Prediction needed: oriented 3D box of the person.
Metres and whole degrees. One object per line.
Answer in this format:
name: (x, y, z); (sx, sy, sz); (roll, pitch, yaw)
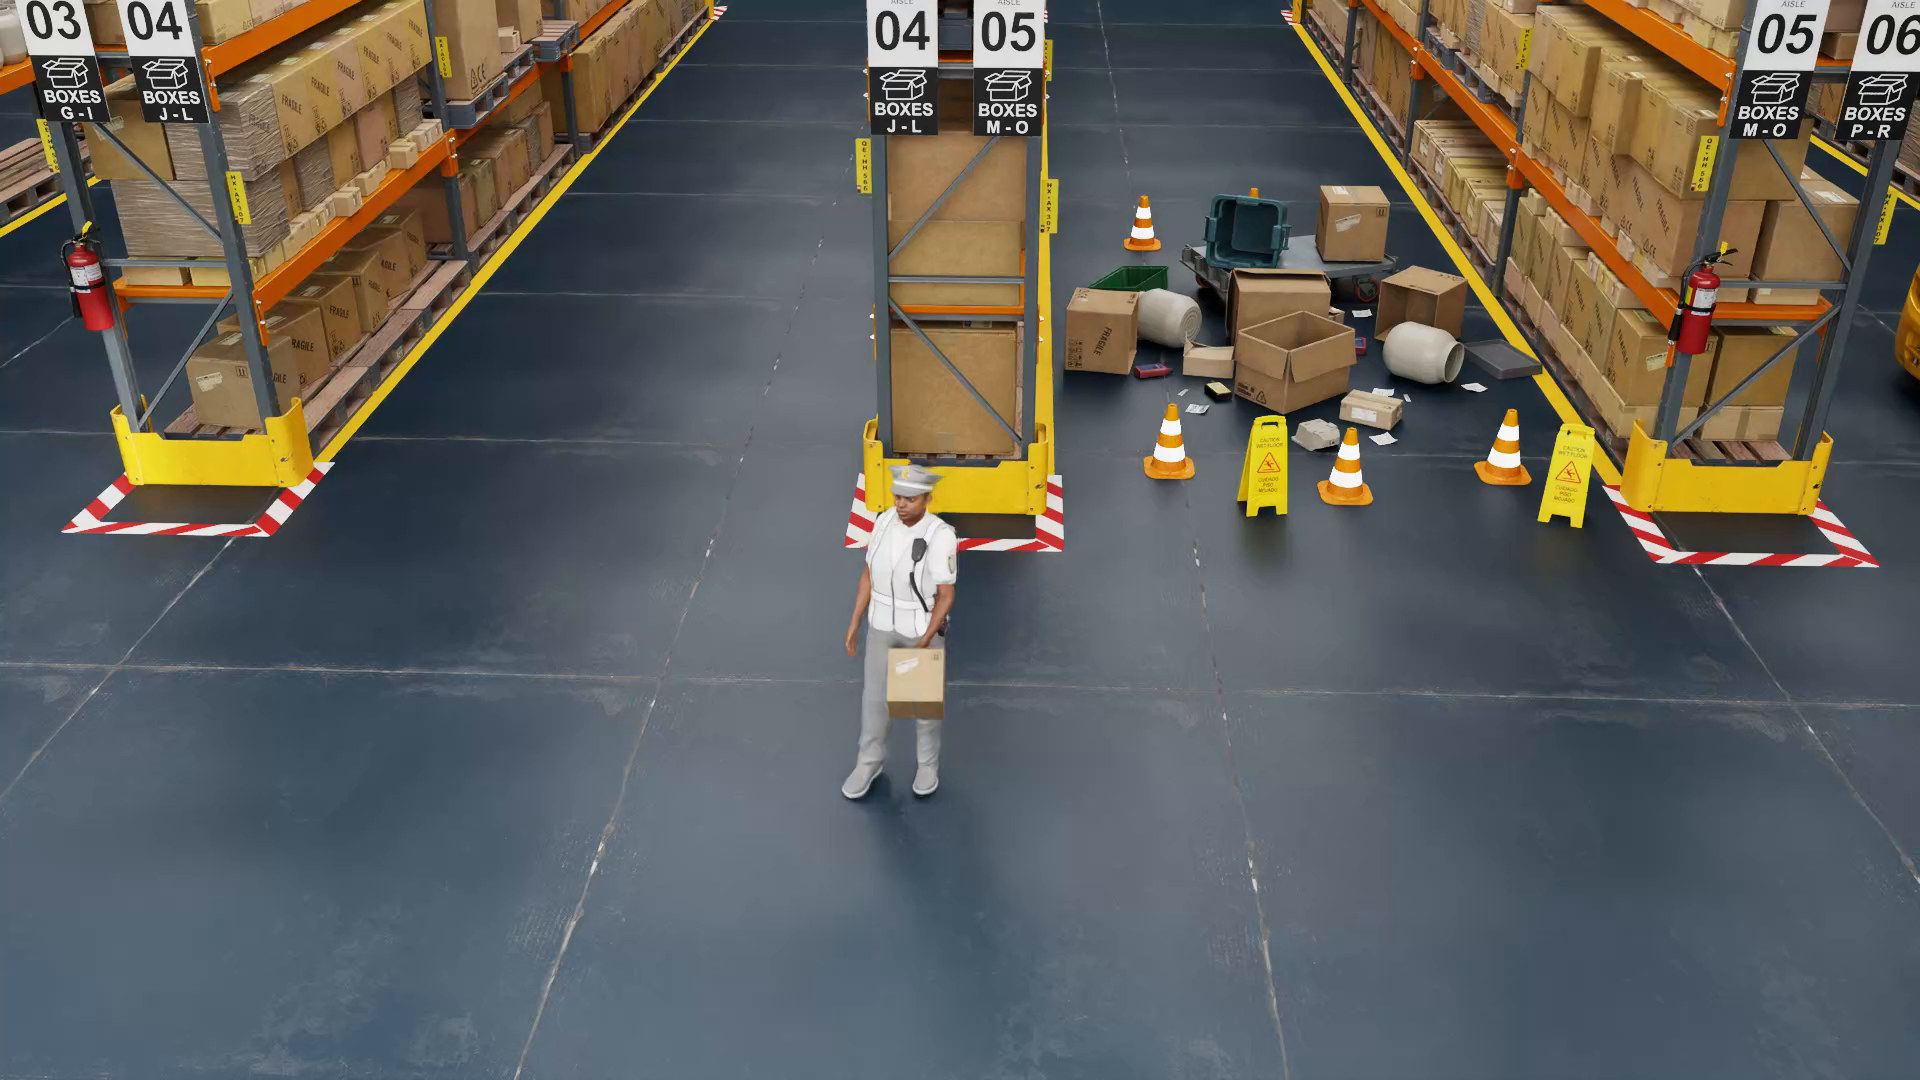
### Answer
person: (-0.267, 0.440, 7.755); (0.488, 1.692, 0.514); (14, 31, 24)
